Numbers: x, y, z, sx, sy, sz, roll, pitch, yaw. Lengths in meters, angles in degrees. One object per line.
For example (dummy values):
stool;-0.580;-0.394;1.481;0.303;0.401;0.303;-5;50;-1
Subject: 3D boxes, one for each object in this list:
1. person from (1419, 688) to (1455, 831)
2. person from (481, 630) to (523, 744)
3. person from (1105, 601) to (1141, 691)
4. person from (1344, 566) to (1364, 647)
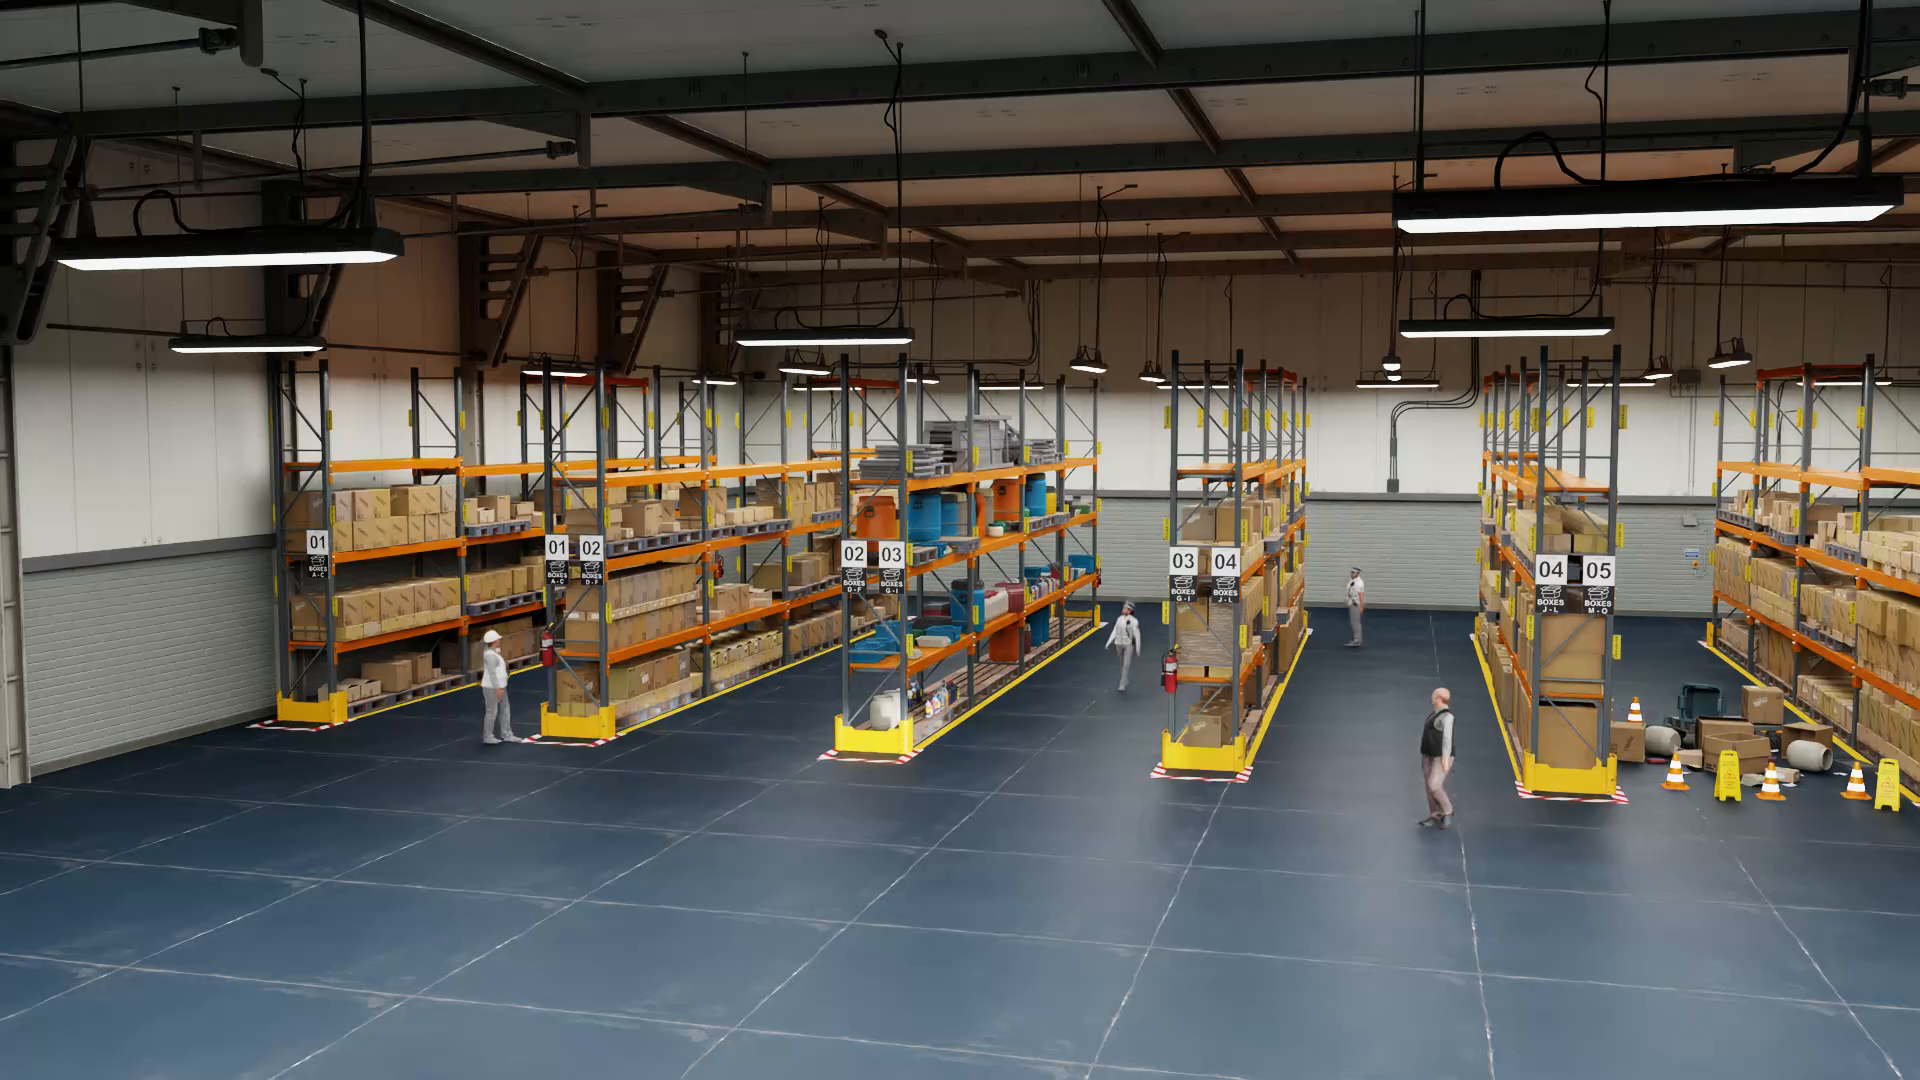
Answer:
person;5.840;2.676;20.338;0.477;1.739;0.514;-2;5;-28
person;-7.128;2.282;25.742;0.568;1.775;0.558;0;4;5
person;3.051;1.944;30.946;0.624;1.634;1.023;2;5;25
person;8.742;1.465;36.948;0.401;1.765;0.600;0;4;4
